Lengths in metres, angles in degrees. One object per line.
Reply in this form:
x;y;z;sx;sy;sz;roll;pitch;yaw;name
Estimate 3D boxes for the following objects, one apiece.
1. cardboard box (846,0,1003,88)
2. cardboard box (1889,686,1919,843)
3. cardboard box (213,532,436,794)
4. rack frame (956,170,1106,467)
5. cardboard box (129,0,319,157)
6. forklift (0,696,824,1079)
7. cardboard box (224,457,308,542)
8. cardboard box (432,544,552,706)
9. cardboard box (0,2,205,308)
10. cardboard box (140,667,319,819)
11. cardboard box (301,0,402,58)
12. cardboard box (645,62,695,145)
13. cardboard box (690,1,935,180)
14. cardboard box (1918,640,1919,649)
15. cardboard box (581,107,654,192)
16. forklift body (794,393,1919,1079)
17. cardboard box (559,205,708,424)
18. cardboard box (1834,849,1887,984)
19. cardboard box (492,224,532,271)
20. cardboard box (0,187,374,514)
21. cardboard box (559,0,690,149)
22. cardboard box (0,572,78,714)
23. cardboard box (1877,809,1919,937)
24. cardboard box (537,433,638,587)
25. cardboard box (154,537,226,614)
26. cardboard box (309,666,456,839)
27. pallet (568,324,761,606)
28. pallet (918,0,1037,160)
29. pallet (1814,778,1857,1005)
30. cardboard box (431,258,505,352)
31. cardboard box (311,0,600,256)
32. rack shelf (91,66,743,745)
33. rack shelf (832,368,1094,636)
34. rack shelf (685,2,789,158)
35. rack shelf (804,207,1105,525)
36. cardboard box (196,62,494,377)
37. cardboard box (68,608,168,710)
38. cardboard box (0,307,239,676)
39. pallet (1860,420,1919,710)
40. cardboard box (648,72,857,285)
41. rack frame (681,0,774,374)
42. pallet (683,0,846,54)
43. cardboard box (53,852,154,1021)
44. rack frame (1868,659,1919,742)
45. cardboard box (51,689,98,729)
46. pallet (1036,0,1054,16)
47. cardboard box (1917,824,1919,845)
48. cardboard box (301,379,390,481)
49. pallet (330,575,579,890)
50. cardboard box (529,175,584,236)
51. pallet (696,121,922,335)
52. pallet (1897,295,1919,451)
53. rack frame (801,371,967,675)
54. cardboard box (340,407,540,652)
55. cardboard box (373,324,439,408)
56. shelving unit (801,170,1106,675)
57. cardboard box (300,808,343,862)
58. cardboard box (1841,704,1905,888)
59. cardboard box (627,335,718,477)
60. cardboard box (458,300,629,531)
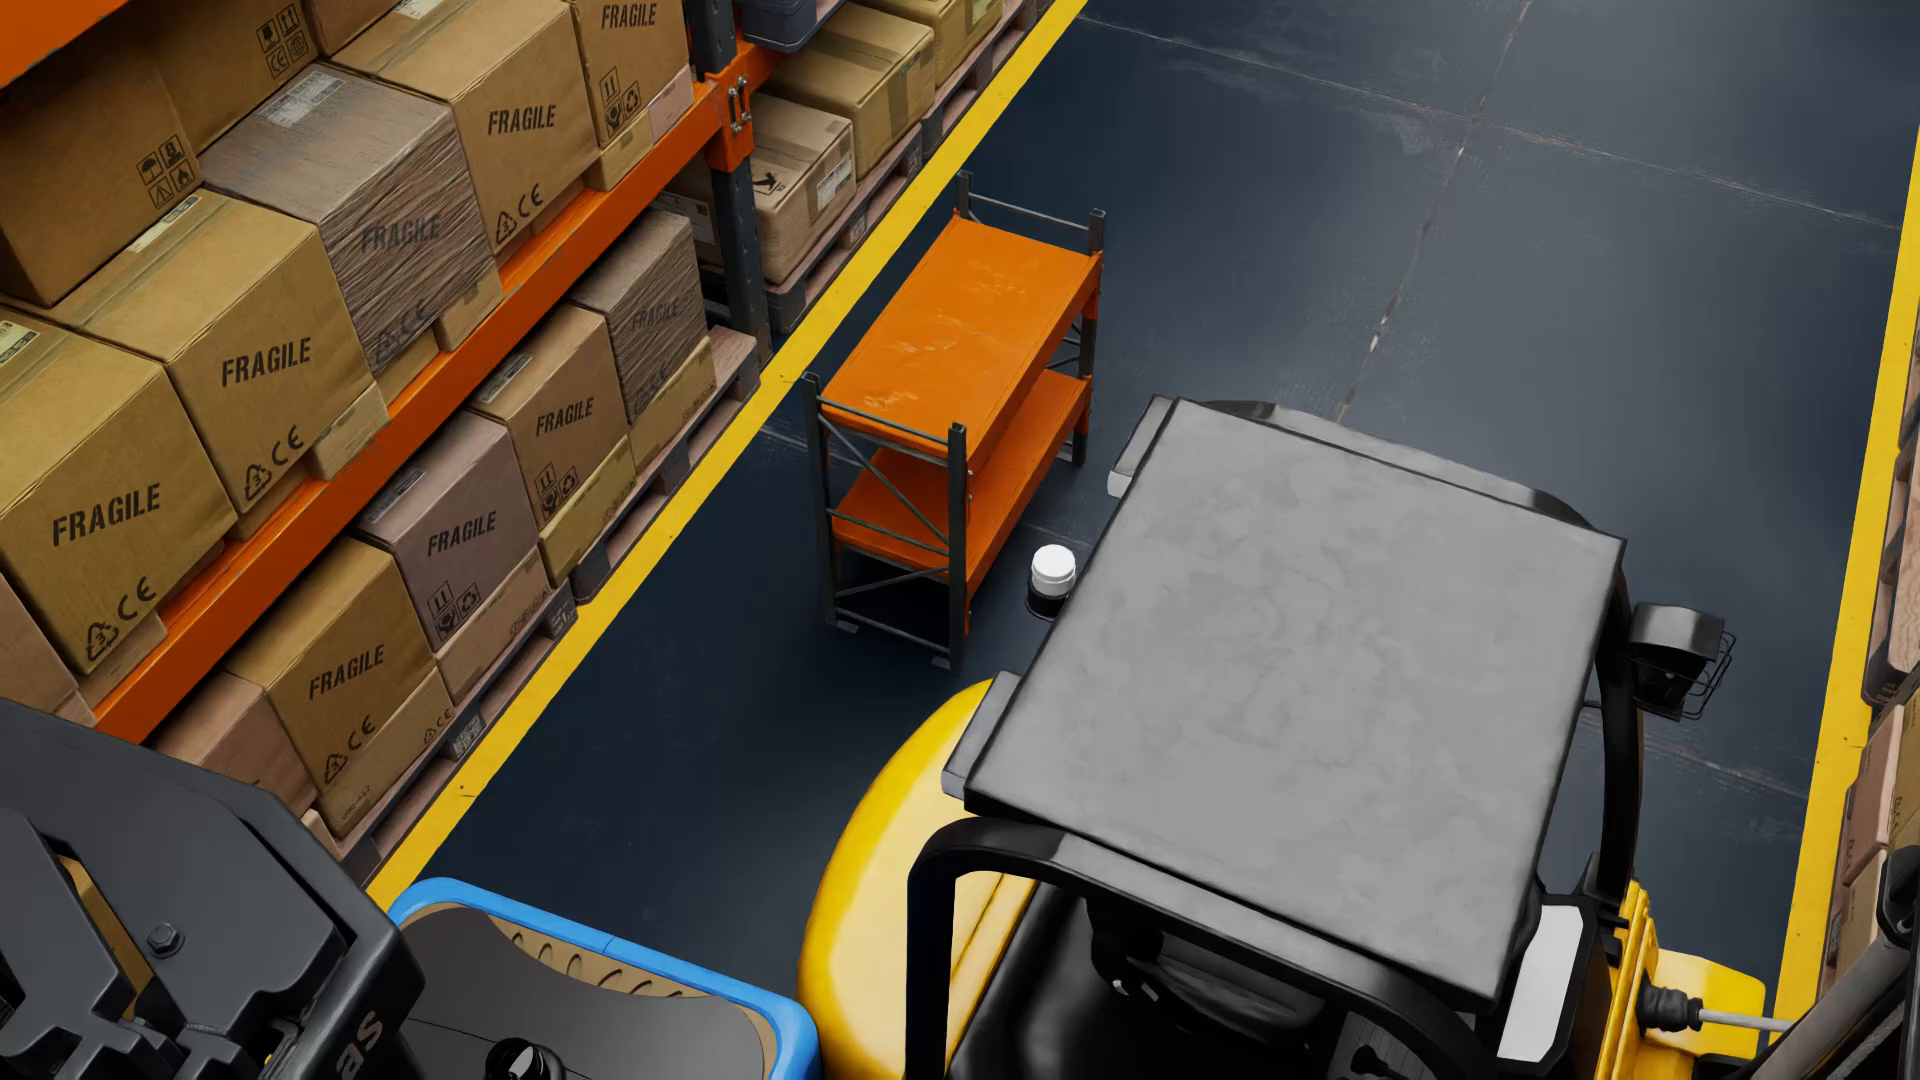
-0.368;-2.417;7.286;0.950;0.372;0.625;21;53;17;cardboard box
2.814;0.644;4.434;0.500;0.250;0.500;20;52;16;cardboard box
-1.853;0.286;4.575;0.500;0.500;0.500;21;53;17;cardboard box
0.220;-0.719;5.623;0.500;1.125;0.032;20;52;16;rack frame
-2.050;-1.333;3.998;0.700;0.500;0.500;19;52;15;cardboard box
-1.272;1.665;2.409;1.130;2.935;3.031;16;51;13;forklift
-1.856;-0.182;4.101;0.380;0.149;0.250;19;52;15;cardboard box
-1.639;0.174;5.162;0.500;0.250;0.500;21;53;17;cardboard box
-2.191;-0.945;3.667;0.700;0.500;0.500;19;52;16;cardboard box
-2.075;0.628;4.283;0.500;0.500;0.500;18;52;15;cardboard box
-1.811;-1.670;4.284;0.700;0.500;0.500;20;52;16;cardboard box
-1.051;-1.393;5.130;0.380;0.149;0.250;19;52;16;cardboard box
-0.664;-1.937;6.879;0.950;0.372;0.625;23;53;18;cardboard box
3.513;0.088;4.989;0.875;0.625;0.625;22;53;18;cardboard box
-1.151;-1.219;4.982;0.380;0.149;0.250;21;53;17;cardboard box
0.752;0.948;3.531;2.313;2.155;1.214;20;52;16;forklift body
-1.200;-0.788;5.488;0.500;0.500;0.500;19;52;16;cardboard box
2.591;1.153;4.329;0.500;0.250;0.500;19;52;15;cardboard box
-1.452;-0.898;4.709;0.380;0.149;0.250;19;52;16;cardboard box
-1.800;-0.467;3.917;0.500;0.500;0.500;19;52;15;cardboard box
-1.154;-1.536;4.827;0.500;0.500;0.500;19;52;15;cardboard box
-2.227;0.237;3.318;0.500;0.500;0.500;21;53;17;cardboard box
2.601;0.991;4.139;0.500;0.250;0.500;20;52;16;cardboard box
-1.417;-0.175;5.459;0.500;0.250;0.500;19;52;15;cardboard box
-1.996;-0.011;3.954;0.380;0.149;0.250;21;53;17;cardboard box
-1.857;0.520;4.867;0.500;0.250;0.500;23;53;18;cardboard box
-1.444;-0.417;5.966;1.003;0.211;1.213;20;52;16;pallet
-0.338;-2.271;7.543;1.003;0.211;1.213;20;52;16;pallet
2.922;1.255;4.543;1.003;0.211;1.213;20;52;16;pallet
-1.482;-0.692;4.534;0.380;0.149;0.250;19;52;16;cardboard box
-1.368;-1.180;4.523;0.500;0.500;0.500;21;53;17;cardboard box
-2.044;-0.184;4.410;1.077;0.370;4.000;20;52;16;rack shelf
0.003;-0.211;5.512;0.538;0.278;1.000;20;52;16;rack shelf
-0.335;-2.939;6.753;1.077;0.370;4.000;20;52;16;rack shelf
0.003;-0.559;5.103;0.538;0.278;1.000;20;52;16;rack shelf
-1.586;-0.821;4.218;0.500;0.500;0.500;21;53;17;cardboard box
-2.054;0.191;3.783;0.380;0.149;0.250;21;53;17;cardboard box
-2.010;-0.114;3.616;0.500;0.500;0.500;19;52;15;cardboard box
3.580;0.201;5.440;1.003;0.211;1.213;20;52;16;pallet
-0.968;-1.441;6.456;0.950;0.372;0.625;20;53;17;cardboard box
-1.189;-1.795;5.307;1.000;3.000;0.127;20;52;16;rack frame
-0.731;-2.211;5.788;1.003;0.211;1.213;20;52;16;pallet
-2.294;0.990;3.976;0.500;0.500;0.500;18;52;15;cardboard box
3.300;-0.182;3.935;1.000;3.000;0.127;20;52;16;rack frame
-2.134;0.380;3.622;0.380;0.149;0.250;21;53;17;cardboard box
0.184;-3.108;8.256;1.003;0.211;1.213;20;52;16;pallet
2.582;0.829;3.949;0.500;0.250;0.500;20;52;16;cardboard box
-1.696;-0.337;4.232;0.380;0.149;0.250;20;53;16;cardboard box
-1.964;0.426;5.249;1.003;0.211;1.213;20;52;16;pallet
-1.333;-1.064;4.851;0.380;0.149;0.250;20;52;16;cardboard box
-0.858;-1.428;6.826;1.003;0.211;1.213;20;52;16;pallet
4.099;-0.642;6.157;1.003;0.211;1.213;20;52;16;pallet
-0.214;-0.019;5.028;0.500;1.125;0.032;20;52;16;rack frame
-1.632;-0.085;4.890;0.500;0.500;0.500;22;53;18;cardboard box
-1.619;-0.526;4.393;0.380;0.149;0.250;19;52;15;cardboard box
0.003;-0.369;5.326;0.538;1.125;1.048;20;52;16;shelving unit
-2.079;0.900;4.544;0.500;0.250;0.500;22;53;17;cardboard box
2.794;0.798;4.631;0.500;0.250;0.500;20;53;16;cardboard box
-1.199;-0.545;5.774;0.500;0.250;0.500;22;53;18;cardboard box
-1.415;-0.437;5.190;0.500;0.500;0.500;21;53;17;cardboard box
